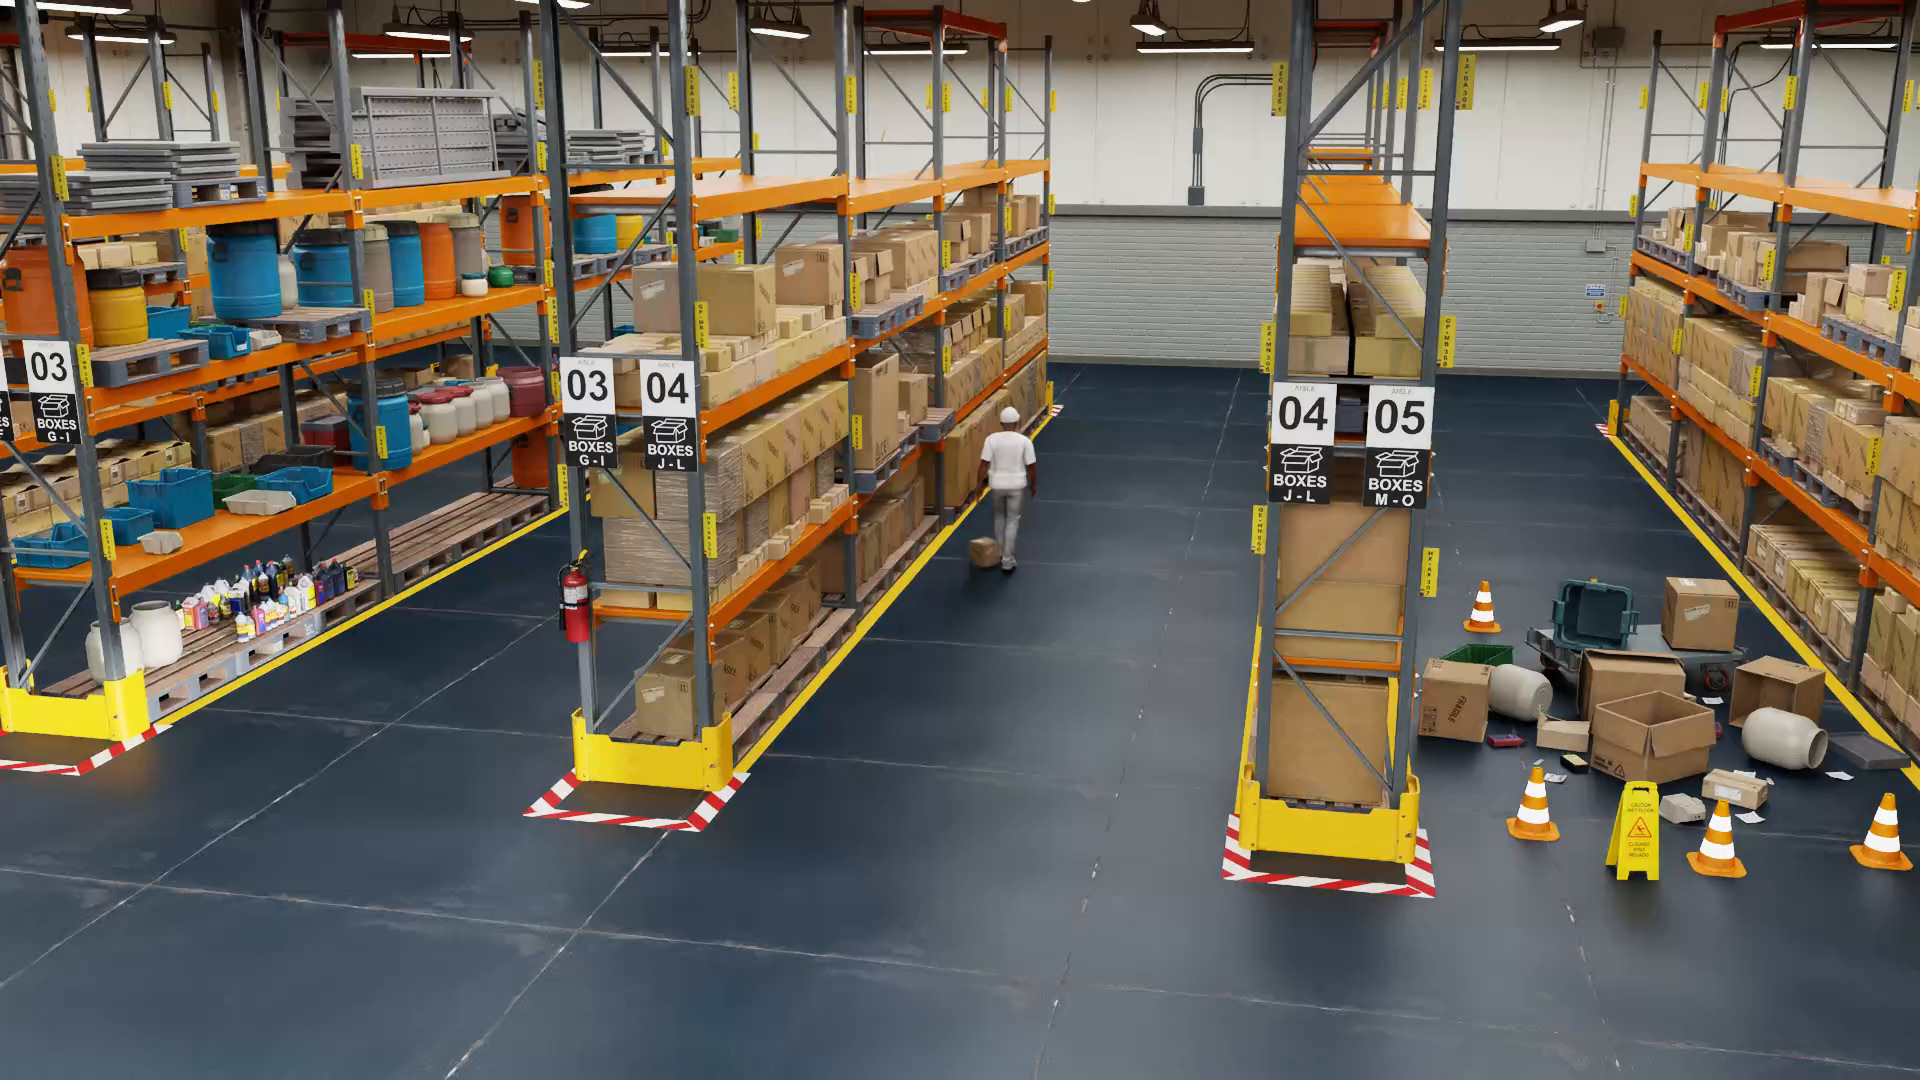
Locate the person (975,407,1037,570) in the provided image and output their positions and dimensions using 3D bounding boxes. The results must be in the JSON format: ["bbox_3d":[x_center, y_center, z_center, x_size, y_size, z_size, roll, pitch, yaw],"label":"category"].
[{"bbox_3d":[0.515,-0.557,18.179,0.634,1.811,0.780,4,15,14],"label":"person"}]
